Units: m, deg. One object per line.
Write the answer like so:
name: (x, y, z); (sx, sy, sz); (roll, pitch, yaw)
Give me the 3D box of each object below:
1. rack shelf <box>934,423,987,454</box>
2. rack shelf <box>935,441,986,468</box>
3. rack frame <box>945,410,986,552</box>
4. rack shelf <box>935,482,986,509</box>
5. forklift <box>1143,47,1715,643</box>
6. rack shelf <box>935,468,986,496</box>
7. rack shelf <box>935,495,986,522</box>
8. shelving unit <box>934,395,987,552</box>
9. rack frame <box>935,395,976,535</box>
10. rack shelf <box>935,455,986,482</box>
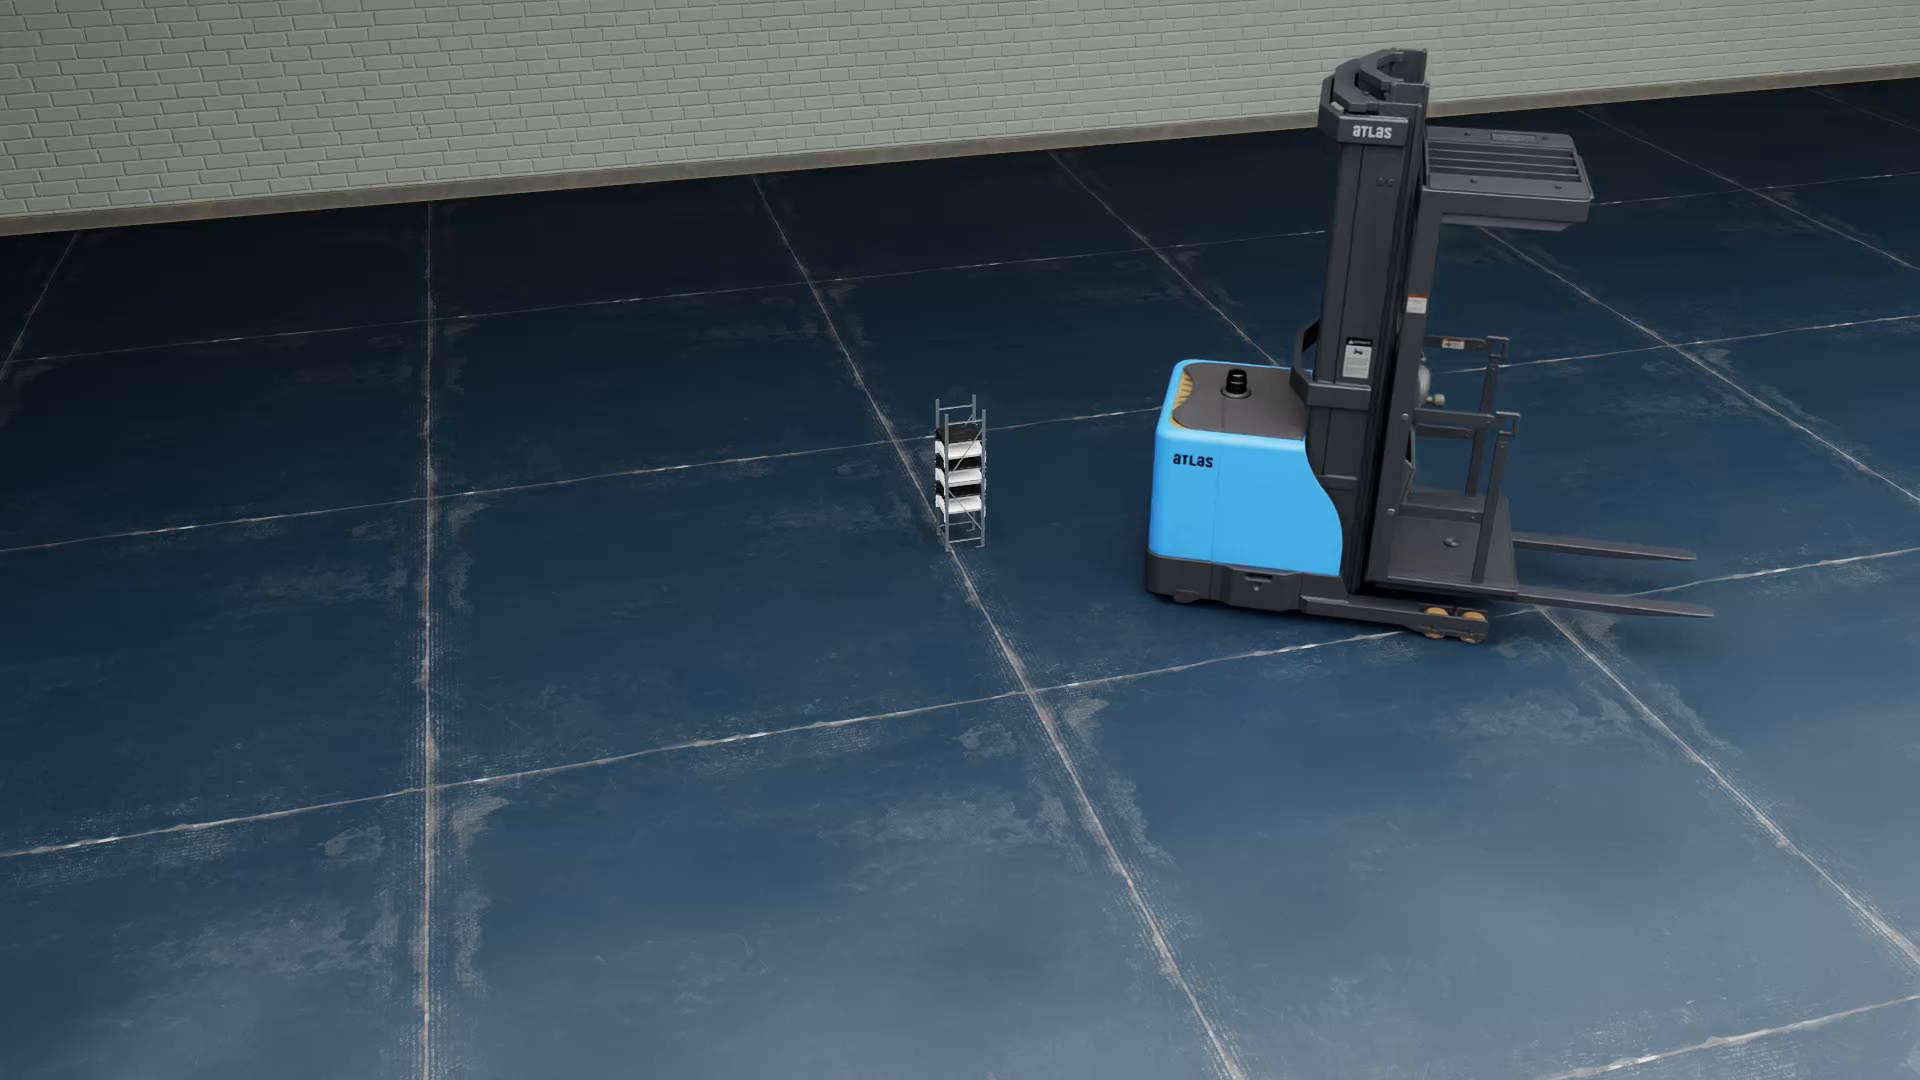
rack shelf: (0.002, -0.590, 9.630); (0.258, 0.077, 0.200); (-8, 31, -13)
rack shelf: (0.002, -0.512, 9.675); (0.258, 0.077, 0.200); (-8, 31, -13)
rack frame: (0.029, -0.336, 9.664); (0.240, 0.900, 0.006); (-8, 31, -13)
rack shelf: (0.002, -0.279, 9.811); (0.258, 0.077, 0.200); (-8, 31, -13)
forklift: (2.611, -1.004, 8.790); (3.031, 2.935, 1.130); (7, 31, 11)
rack shelf: (0.002, -0.357, 9.766); (0.258, 0.077, 0.200); (-8, 31, -13)
rack shelf: (0.002, -0.201, 9.856); (0.258, 0.077, 0.200); (-8, 31, -13)
shelving unit: (0.002, -0.386, 9.749); (0.258, 0.900, 0.210); (-8, 31, -13)
rack frame: (-0.025, -0.435, 9.834); (0.240, 0.900, 0.006); (-8, 31, -13)
rack shelf: (0.002, -0.435, 9.720); (0.258, 0.077, 0.200); (-8, 31, -13)
